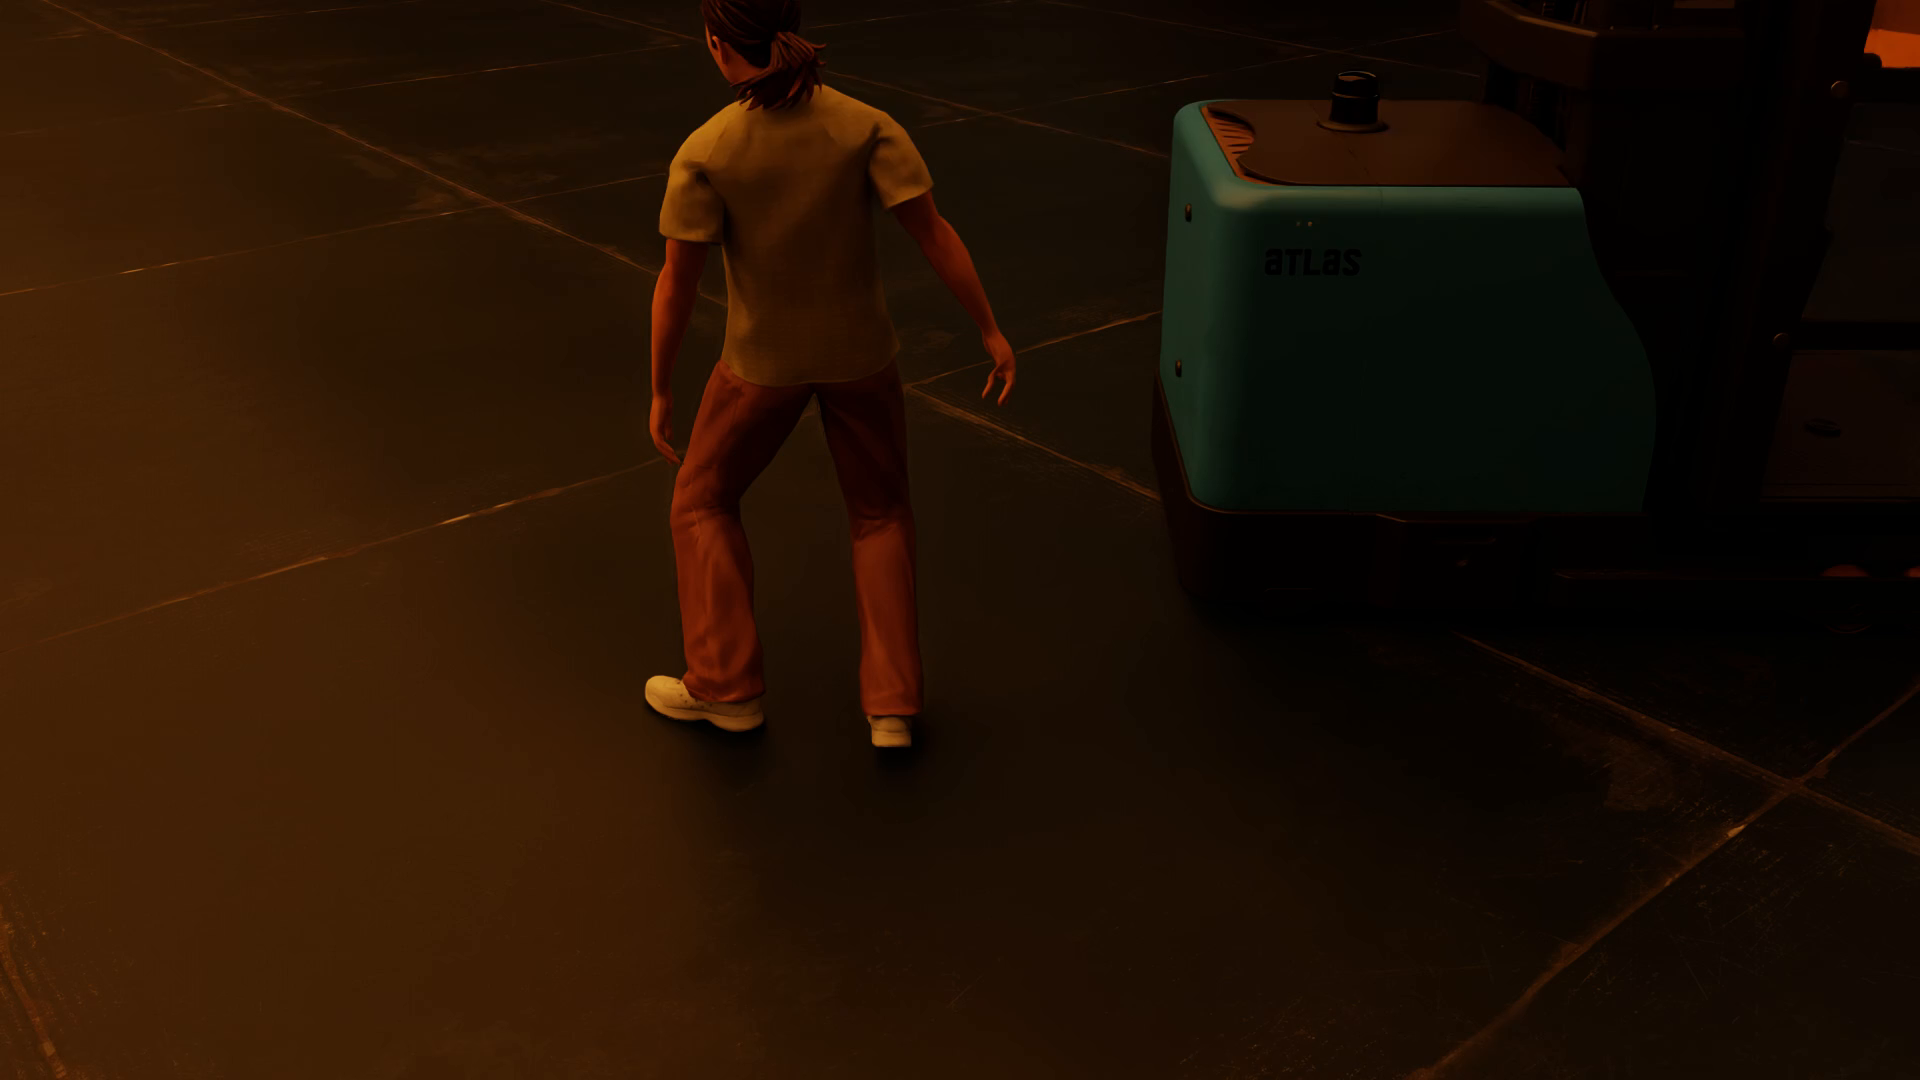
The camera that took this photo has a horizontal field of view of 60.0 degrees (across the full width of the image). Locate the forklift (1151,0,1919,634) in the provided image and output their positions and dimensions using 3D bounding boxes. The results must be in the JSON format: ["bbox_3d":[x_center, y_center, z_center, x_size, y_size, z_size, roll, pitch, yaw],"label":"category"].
[{"bbox_3d":[2.070,-1.322,3.868,3.031,2.935,1.130,0,26,1],"label":"forklift"}]

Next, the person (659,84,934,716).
[{"bbox_3d":[-0.334,-0.256,3.424,0.575,1.328,0.456,-3,27,-6],"label":"person"}]
